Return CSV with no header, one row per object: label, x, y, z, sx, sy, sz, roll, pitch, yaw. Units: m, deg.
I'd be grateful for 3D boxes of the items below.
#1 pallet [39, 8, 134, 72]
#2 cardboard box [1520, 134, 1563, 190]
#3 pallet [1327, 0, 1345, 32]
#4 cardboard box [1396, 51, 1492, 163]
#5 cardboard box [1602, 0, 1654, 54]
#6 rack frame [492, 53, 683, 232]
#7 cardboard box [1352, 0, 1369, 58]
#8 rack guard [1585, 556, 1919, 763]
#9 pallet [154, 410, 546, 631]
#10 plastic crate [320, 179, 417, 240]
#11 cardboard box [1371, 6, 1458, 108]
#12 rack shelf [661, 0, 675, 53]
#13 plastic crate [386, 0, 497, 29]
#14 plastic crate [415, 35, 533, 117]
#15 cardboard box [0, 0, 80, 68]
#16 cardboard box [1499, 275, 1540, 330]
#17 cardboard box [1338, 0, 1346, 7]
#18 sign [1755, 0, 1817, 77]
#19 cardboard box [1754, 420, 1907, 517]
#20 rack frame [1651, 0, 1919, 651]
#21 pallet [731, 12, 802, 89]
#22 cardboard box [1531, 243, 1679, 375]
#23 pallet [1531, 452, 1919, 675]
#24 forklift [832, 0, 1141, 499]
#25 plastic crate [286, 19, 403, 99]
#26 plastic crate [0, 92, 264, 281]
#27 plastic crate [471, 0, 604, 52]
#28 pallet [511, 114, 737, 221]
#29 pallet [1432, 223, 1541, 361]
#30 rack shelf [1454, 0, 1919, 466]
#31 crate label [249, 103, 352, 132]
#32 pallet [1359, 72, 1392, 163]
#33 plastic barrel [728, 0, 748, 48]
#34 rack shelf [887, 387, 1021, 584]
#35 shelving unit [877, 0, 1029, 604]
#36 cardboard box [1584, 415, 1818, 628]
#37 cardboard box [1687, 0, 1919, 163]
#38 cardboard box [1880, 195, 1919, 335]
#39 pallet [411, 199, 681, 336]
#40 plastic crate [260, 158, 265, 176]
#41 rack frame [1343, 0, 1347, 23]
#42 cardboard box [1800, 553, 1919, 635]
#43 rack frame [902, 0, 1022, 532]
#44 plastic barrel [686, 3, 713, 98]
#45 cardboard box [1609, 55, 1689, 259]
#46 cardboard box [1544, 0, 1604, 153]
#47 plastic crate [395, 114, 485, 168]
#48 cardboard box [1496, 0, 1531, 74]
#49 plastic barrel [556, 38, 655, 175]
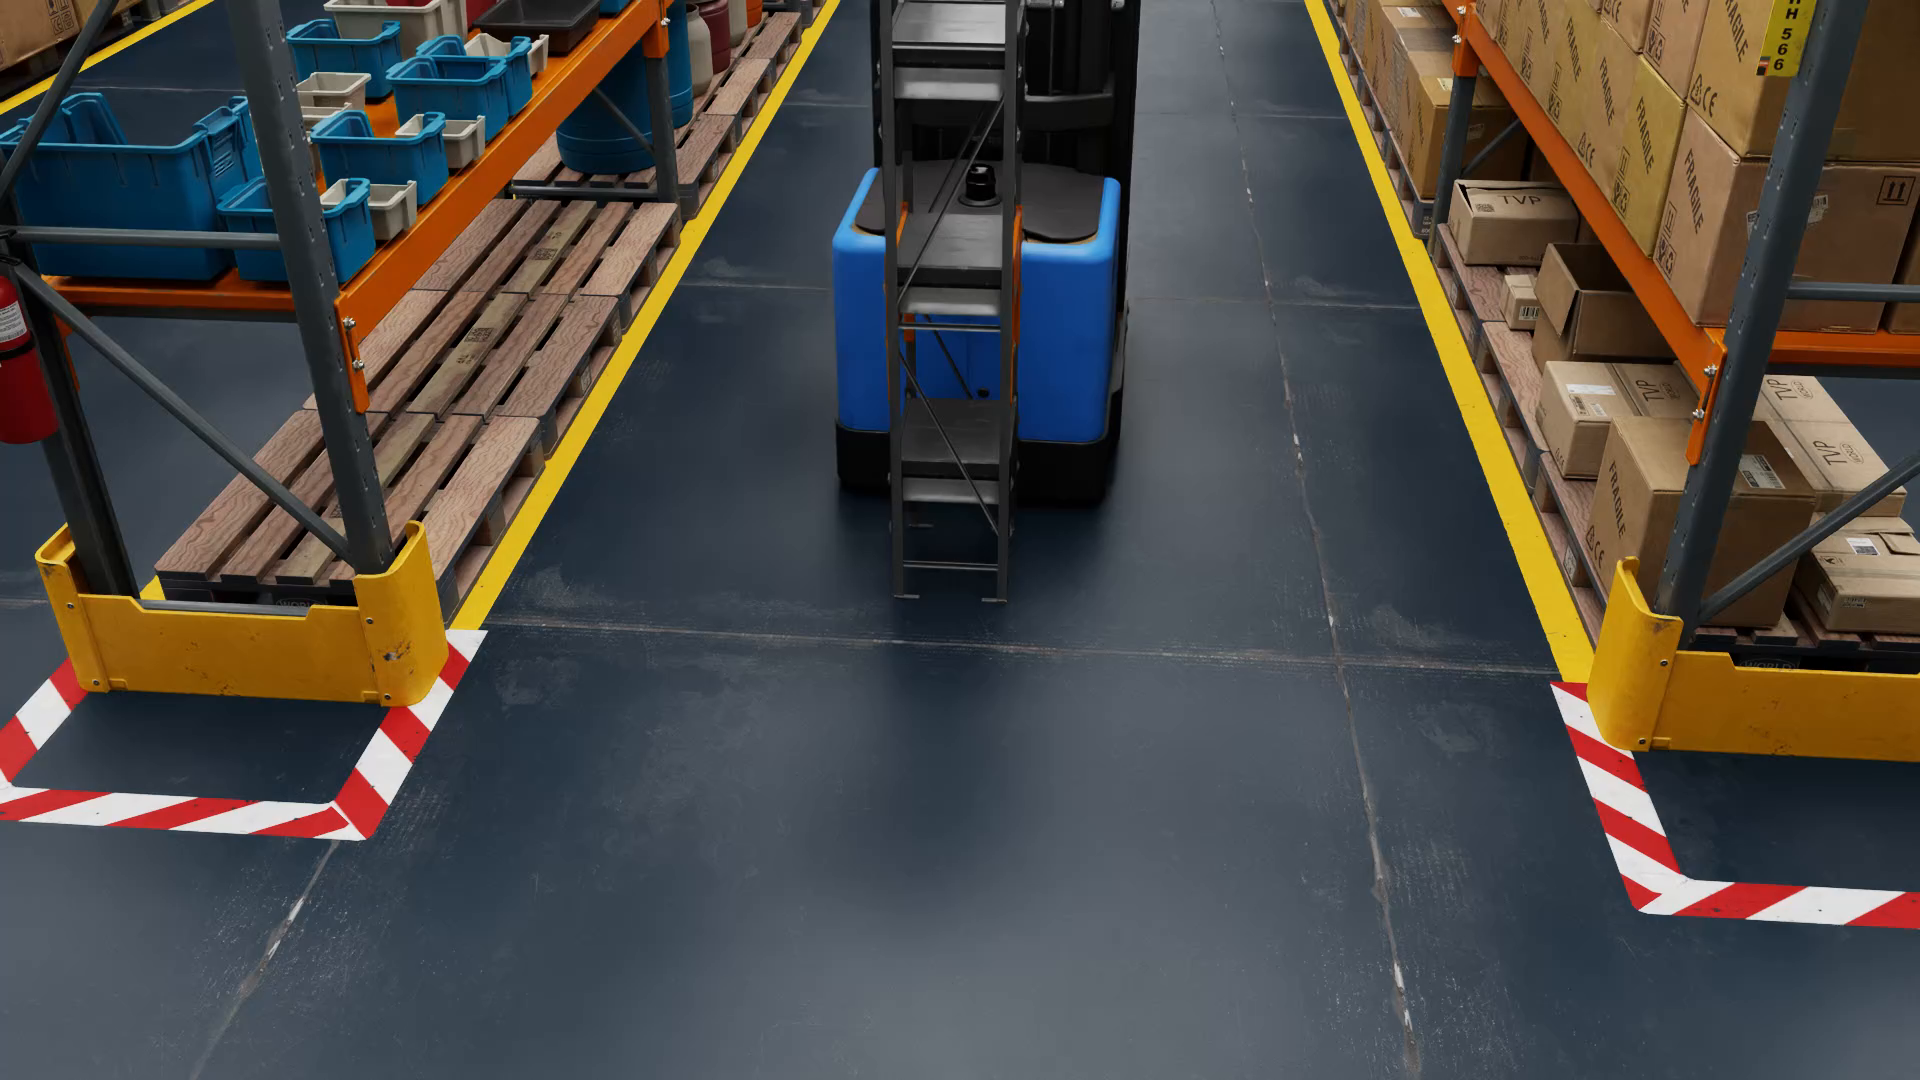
pallet,-6.751,-3.660,11.988,1.003,0.211,1.213,2,32,4
cardboard box,3.218,-2.105,8.770,0.500,0.500,0.500,1,32,2
pallet,3.367,-4.073,12.657,1.003,0.211,1.213,2,32,4
cardboard box,2.739,-2.391,9.234,0.500,0.500,0.500,3,32,4
cardboard box,2.450,-1.896,5.419,0.500,0.500,0.500,3,32,5
rack frame,-2.001,-2.953,8.183,1.000,3.000,0.127,2,32,4
cardboard box,2.903,-3.454,10.959,0.500,0.500,0.500,1,32,2
rack guard,2.616,0.377,5.162,1.175,0.500,0.348,2,32,4
pallet,-2.221,-0.104,6.217,1.003,0.211,1.213,2,32,4
plastic crate,-1.870,-1.054,5.295,0.250,0.136,0.298,2,32,4
cardboard box,2.819,-2.919,10.091,0.500,0.500,0.500,1,32,2
rack shelf,-1.838,-3.692,10.068,1.077,0.370,4.000,2,32,4
plastic crate,-2.324,-2.550,7.410,0.402,0.464,0.583,2,32,4
plastic crate,-1.847,-1.776,6.375,0.416,0.233,0.300,2,32,4
cardboard box,-6.769,-3.705,11.027,1.225,0.875,0.875,3,32,4
cardboard box,2.626,-1.058,7.388,0.380,0.166,0.250,2,32,4
cardboard box,3.061,-4.125,12.305,0.500,0.250,0.500,3,32,5
sign,2.059,-1.309,4.111,0.100,0.325,0.005,2,32,4
cardboard box,2.978,-0.198,5.914,0.500,0.250,0.500,2,32,4
rack frame,2.610,-0.648,4.442,1.000,3.000,0.127,2,32,4
pallet,-1.698,-3.443,11.636,1.003,0.211,1.213,2,32,4
cardboard box,2.788,-0.881,6.781,0.797,0.503,0.637,2,32,4
pallet,2.680,0.083,5.915,1.003,0.211,1.213,2,32,4
forklift,0.210,-2.158,6.958,1.130,2.935,3.031,4,32,6
plastic crate,-2.415,-1.900,6.577,0.416,0.233,0.300,2,32,4
plastic crate,-2.485,-1.085,5.061,0.616,0.435,0.499,2,32,4
plastic crate,-1.824,-2.265,7.271,0.437,0.125,0.590,2,32,4
pallet,-1.896,-2.168,9.566,1.003,0.211,1.213,2,32,4
pallet,2.879,-1.193,7.985,1.003,0.211,1.213,2,32,4
rack shelf,2.773,-1.387,6.328,1.077,0.370,4.000,2,32,4
crate label,-2.404,-1.506,6.029,0.396,0.136,0.243,2,32,4
pallet,3.061,-2.619,10.298,1.003,0.211,1.213,2,32,4
plastic barrel,-1.655,-3.609,11.217,0.421,0.512,0.421,0,32,0
rack shelf,-0.013,-0.200,5.933,0.431,0.518,0.480,2,32,4
shelving unit,-0.014,-0.807,5.559,0.431,2.100,0.503,2,32,4
cardboard box,2.409,-0.066,5.461,0.500,0.500,0.500,2,32,4
cardboard box,2.372,-1.361,4.550,0.500,0.500,0.500,2,32,4
cardboard box,2.909,-0.911,4.774,0.500,0.500,0.500,3,32,5
pallet,-2.022,-1.380,8.288,1.003,0.211,1.213,2,32,4
plastic crate,-2.441,-1.209,5.546,0.396,0.136,0.243,2,32,4
rack frame,3.261,-4.831,11.230,1.000,3.000,0.127,2,32,4
cardboard box,2.987,0.174,5.406,0.380,0.149,0.250,2,32,4
rack frame,0.006,-0.935,5.766,0.400,2.100,0.015,2,32,4
plastic barrel,-1.747,-3.018,10.259,0.421,0.512,0.421,0,32,0
cardboard box,2.414,-1.208,5.255,0.500,0.500,0.500,3,32,4
cardboard box,2.501,-1.732,6.106,0.500,0.500,0.500,2,32,3
plastic crate,-1.814,-1.409,5.871,0.250,0.136,0.298,2,32,4
cardboard box,2.584,-2.259,6.962,0.500,0.500,0.500,3,32,5
plastic barrel,-1.940,-2.522,9.083,0.600,0.901,0.708,2,32,4
